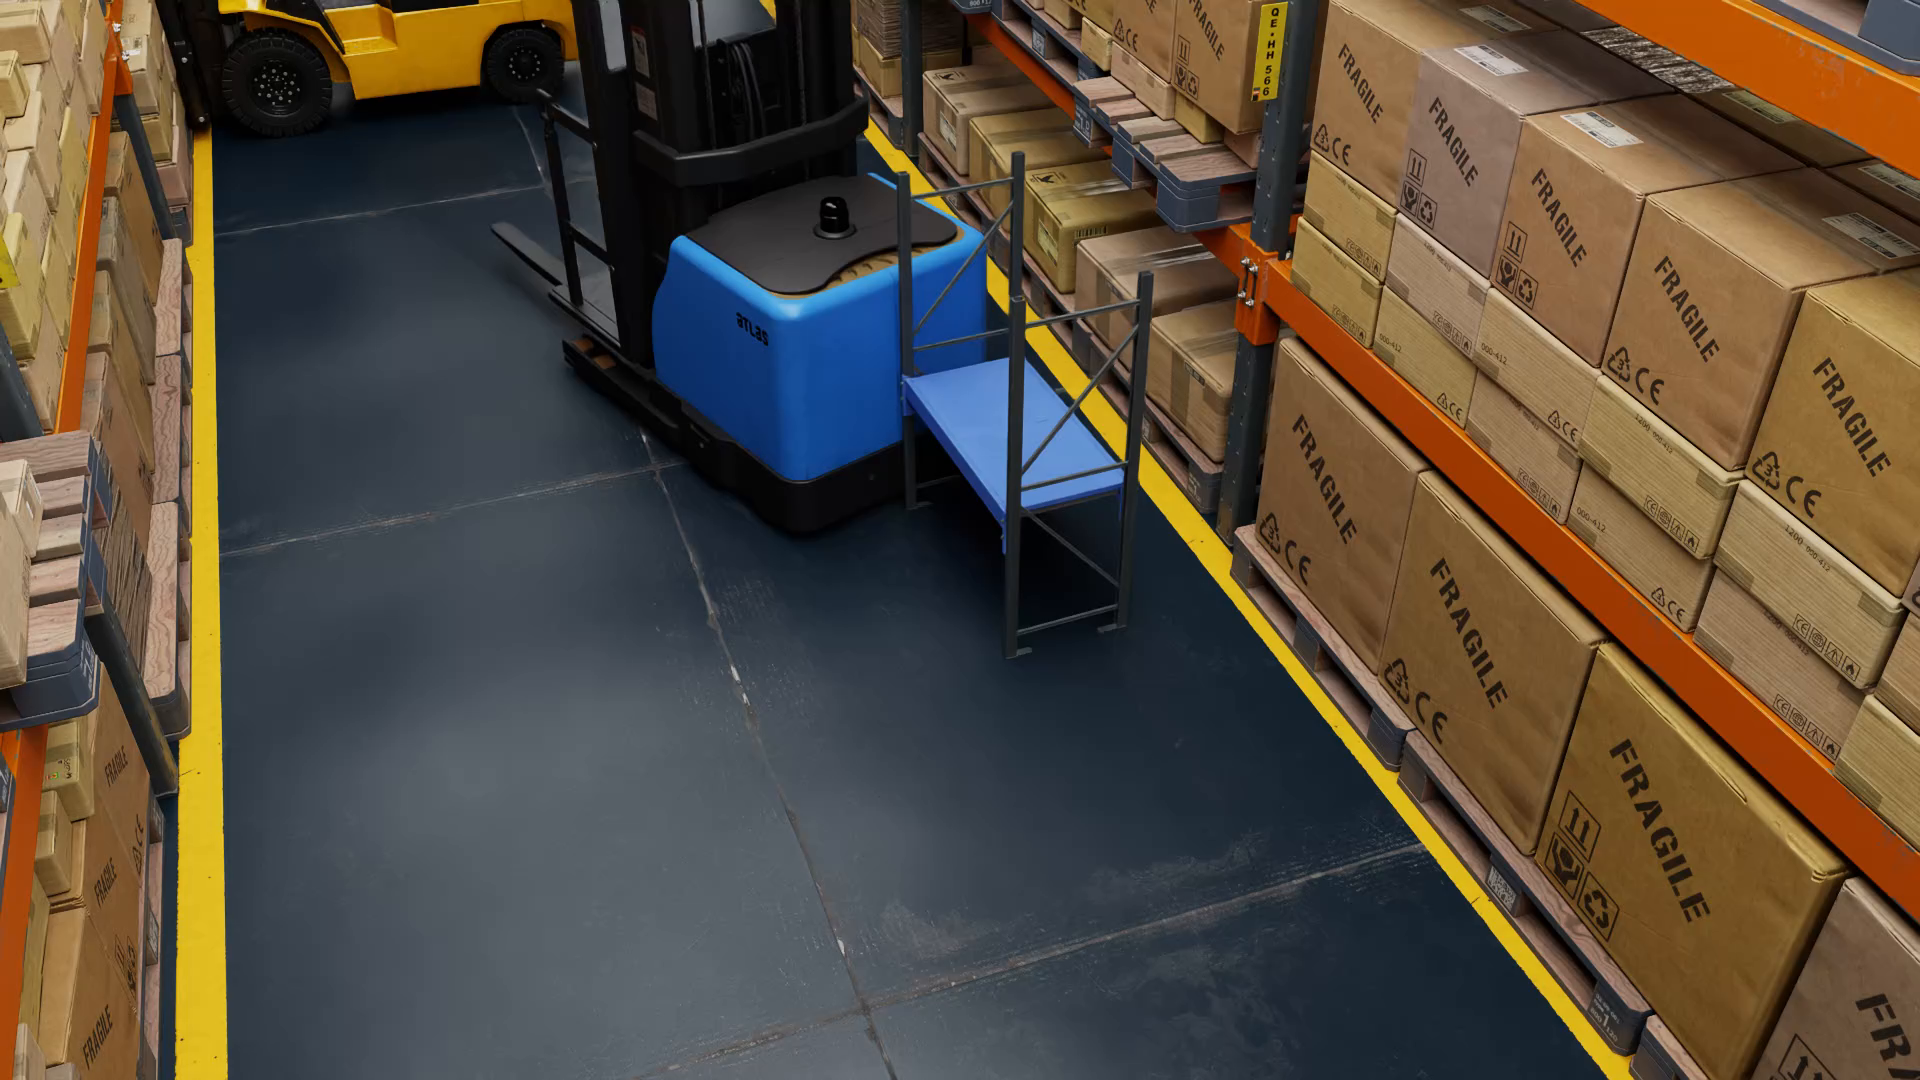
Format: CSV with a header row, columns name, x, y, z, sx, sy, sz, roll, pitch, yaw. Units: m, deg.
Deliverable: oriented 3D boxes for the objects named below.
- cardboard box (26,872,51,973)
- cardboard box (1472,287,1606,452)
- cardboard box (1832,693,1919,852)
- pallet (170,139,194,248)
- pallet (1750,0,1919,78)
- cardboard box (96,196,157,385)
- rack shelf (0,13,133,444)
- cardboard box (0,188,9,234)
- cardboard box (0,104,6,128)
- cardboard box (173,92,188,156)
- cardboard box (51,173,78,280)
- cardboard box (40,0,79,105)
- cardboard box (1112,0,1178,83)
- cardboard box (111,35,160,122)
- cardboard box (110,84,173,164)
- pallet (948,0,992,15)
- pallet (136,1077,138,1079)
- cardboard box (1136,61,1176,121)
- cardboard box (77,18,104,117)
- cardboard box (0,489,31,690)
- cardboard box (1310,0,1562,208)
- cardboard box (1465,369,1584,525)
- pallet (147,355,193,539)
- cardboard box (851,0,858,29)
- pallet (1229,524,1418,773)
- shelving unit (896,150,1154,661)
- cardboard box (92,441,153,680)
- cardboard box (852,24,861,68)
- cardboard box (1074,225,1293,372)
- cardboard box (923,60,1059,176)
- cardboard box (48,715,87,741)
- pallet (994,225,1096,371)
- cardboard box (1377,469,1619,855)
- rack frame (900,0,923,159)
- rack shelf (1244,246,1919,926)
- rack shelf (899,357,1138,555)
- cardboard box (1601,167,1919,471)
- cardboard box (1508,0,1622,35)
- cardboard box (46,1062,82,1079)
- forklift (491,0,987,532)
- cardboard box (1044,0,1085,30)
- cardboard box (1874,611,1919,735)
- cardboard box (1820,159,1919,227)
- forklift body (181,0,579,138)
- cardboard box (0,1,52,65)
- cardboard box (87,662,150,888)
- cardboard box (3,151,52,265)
name,x,y,z,sx,sy,sz,roll,pitch,yaw
cardboard box,-2.498,0.993,4.128,0.380,0.149,0.250,-11,38,-15
cardboard box,1.812,-0.525,4.663,0.500,0.250,0.500,-13,39,-16
cardboard box,2.344,0.531,3.676,0.500,0.250,0.500,-13,39,-17
pallet,-4.737,-1.873,9.061,1.003,0.211,1.213,-12,39,-16
pallet,2.192,-1.438,3.830,1.003,0.211,1.213,-11,38,-14
cardboard box,-4.053,-1.016,7.230,0.875,0.625,0.625,-13,39,-16
rack shelf,-3.815,-1.112,6.331,1.077,0.370,4.000,-12,39,-16
cardboard box,-3.053,-0.960,4.909,0.380,0.149,0.250,-12,39,-15
cardboard box,-3.381,-1.381,5.468,0.380,0.149,0.250,-12,39,-15
cardboard box,-4.548,-2.224,9.146,0.500,0.250,0.500,-13,39,-17
cardboard box,-3.402,-1.085,5.823,0.500,0.250,0.500,-14,39,-17
cardboard box,-3.740,-1.865,6.442,0.500,0.250,0.500,-12,39,-15
cardboard box,0.927,-2.115,6.385,0.500,0.500,0.500,-13,39,-17
cardboard box,-4.375,-2.336,8.464,0.500,0.250,0.500,-13,39,-17
cardboard box,-4.379,-2.135,8.613,0.500,0.250,0.500,-13,39,-16
pallet,0.283,-3.020,8.426,1.003,0.211,1.213,-12,39,-16
pallet,-2.489,1.962,3.970,1.003,0.211,1.213,-12,39,-16
cardboard box,0.910,-1.773,6.470,0.380,0.149,0.250,-13,39,-16
cardboard box,-3.906,-1.956,6.978,0.500,0.250,0.500,-13,39,-16
cardboard box,-2.459,0.152,3.831,0.500,0.250,0.500,-14,39,-18
cardboard box,1.473,-1.409,5.214,0.500,0.500,0.500,-14,39,-17
cardboard box,1.833,-0.327,4.815,0.500,0.250,0.500,-11,38,-14
pallet,-3.789,-0.317,6.995,1.003,0.211,1.213,-12,39,-16
cardboard box,-0.476,-3.493,10.208,0.500,0.500,0.500,-12,39,-15
pallet,1.733,0.276,6.209,1.003,0.211,1.213,-12,39,-16
shelving unit,0.200,-0.501,6.168,0.538,1.500,1.048,-14,39,-18
cardboard box,-3.328,0.156,5.674,0.875,0.625,0.625,-11,38,-15
cardboard box,-0.492,-3.205,10.449,0.500,0.250,0.500,-13,39,-17
cardboard box,1.086,-1.154,7.624,0.950,0.372,0.625,-13,39,-17
cardboard box,0.339,-2.381,9.253,0.950,0.372,0.625,-12,39,-15
cardboard box,-2.719,0.529,4.744,0.380,0.149,0.250,-14,39,-18
pallet,0.849,-1.315,8.321,1.003,0.211,1.213,-12,39,-16
cardboard box,1.996,0.294,5.284,0.875,0.875,0.875,-12,39,-15
rack frame,0.156,-3.559,8.982,1.000,3.000,0.127,-12,39,-16
rack shelf,2.221,0.118,4.698,1.077,0.370,4.000,-12,39,-16
rack shelf,0.200,-0.357,6.277,0.538,0.185,1.000,-14,39,-18
cardboard box,1.987,-0.550,4.073,0.500,0.500,0.500,-12,39,-15
cardboard box,1.956,-1.501,5.335,0.500,0.500,0.500,-13,39,-17
cardboard box,-2.238,1.625,3.828,0.500,0.500,0.500,-14,39,-18
forklift,-1.194,-2.026,7.003,1.130,2.935,3.031,-26,44,-30
cardboard box,0.592,-2.362,7.252,0.380,0.149,0.250,-14,39,-17
cardboard box,2.350,0.341,3.513,0.500,0.250,0.500,-12,38,-15
cardboard box,2.473,-0.643,4.197,0.500,0.500,0.500,-13,39,-17
forklift body,-3.514,-3.756,9.949,2.313,2.155,1.214,-12,39,-16
cardboard box,-3.545,-1.832,6.066,0.380,0.149,0.250,-13,39,-17
cardboard box,-2.779,0.756,4.982,0.500,0.500,0.500,-11,38,-15
cardboard box,-3.221,-0.994,5.285,0.500,0.250,0.500,-11,38,-15
